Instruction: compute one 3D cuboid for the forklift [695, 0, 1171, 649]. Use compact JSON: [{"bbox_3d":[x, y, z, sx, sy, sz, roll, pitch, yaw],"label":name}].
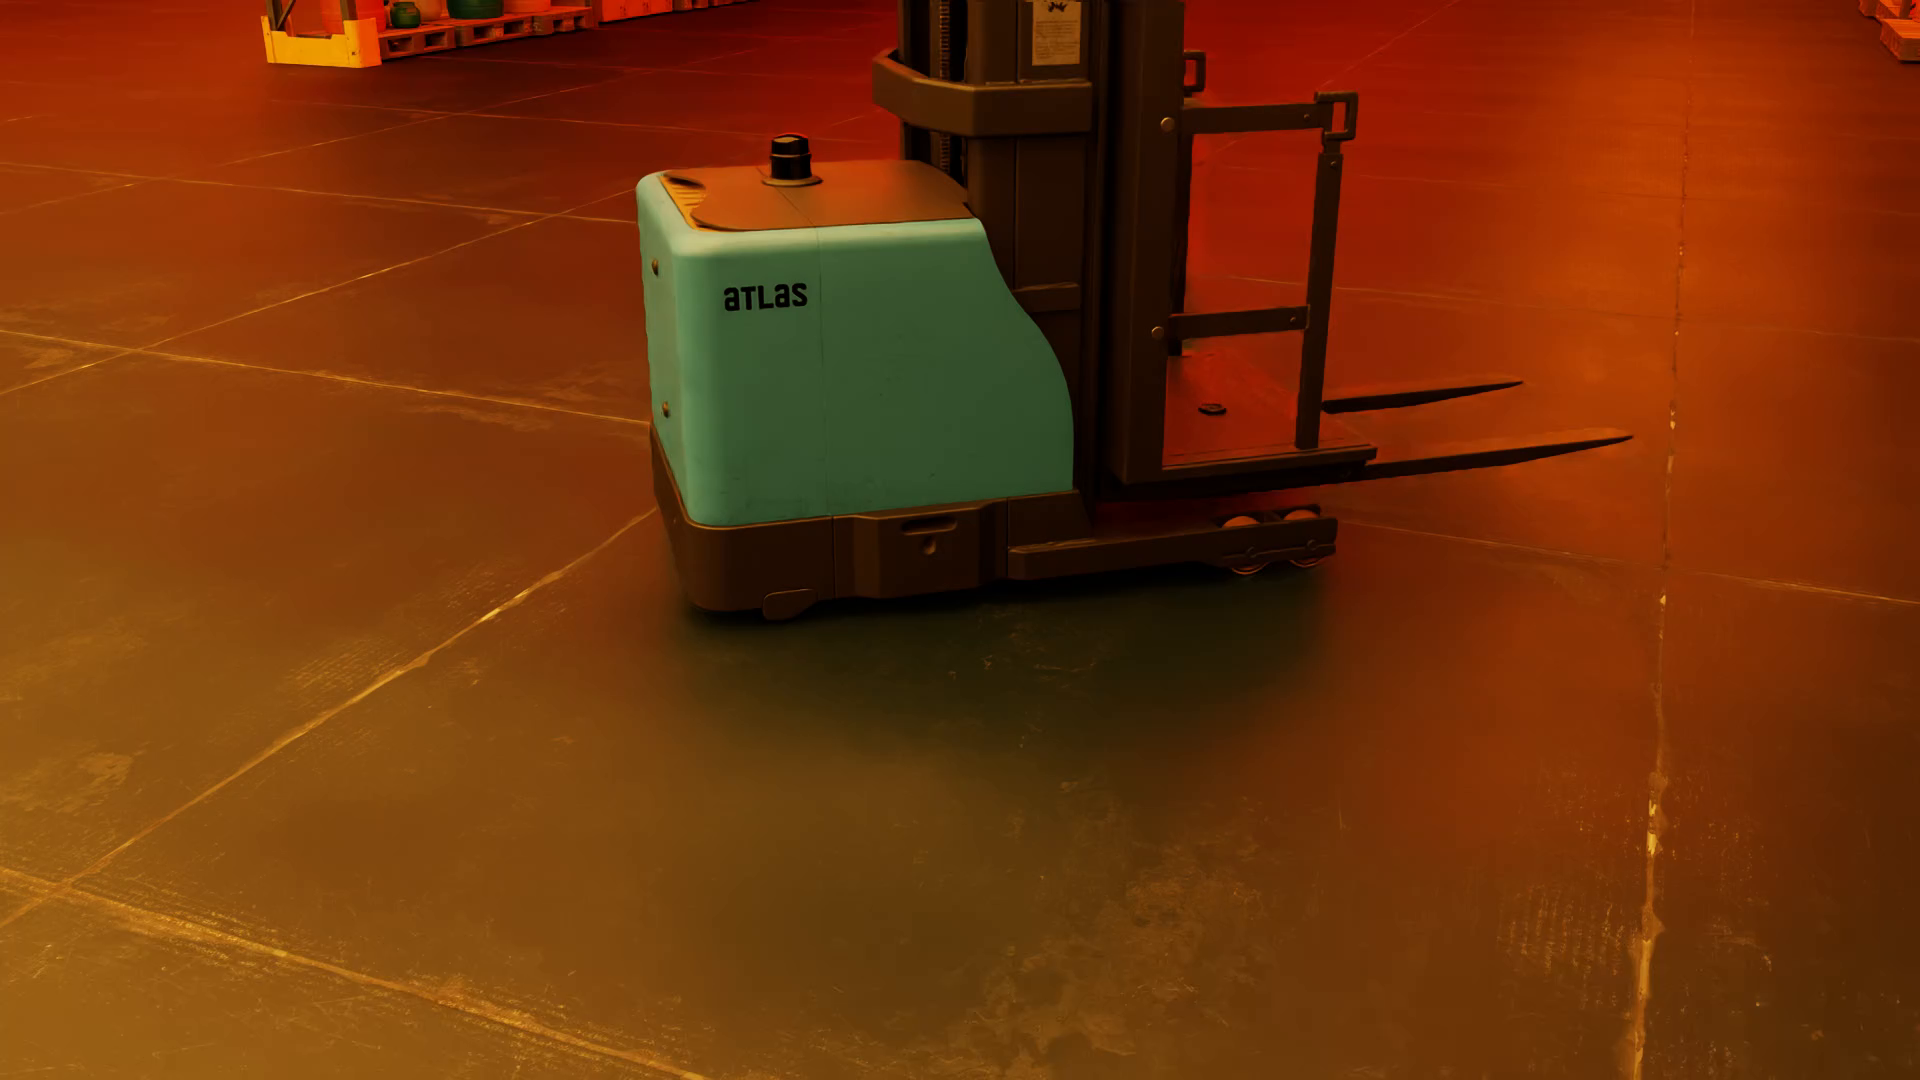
[{"bbox_3d":[0.125,-1.611,5.147,1.130,2.935,3.031,4,23,10],"label":"forklift"}]
